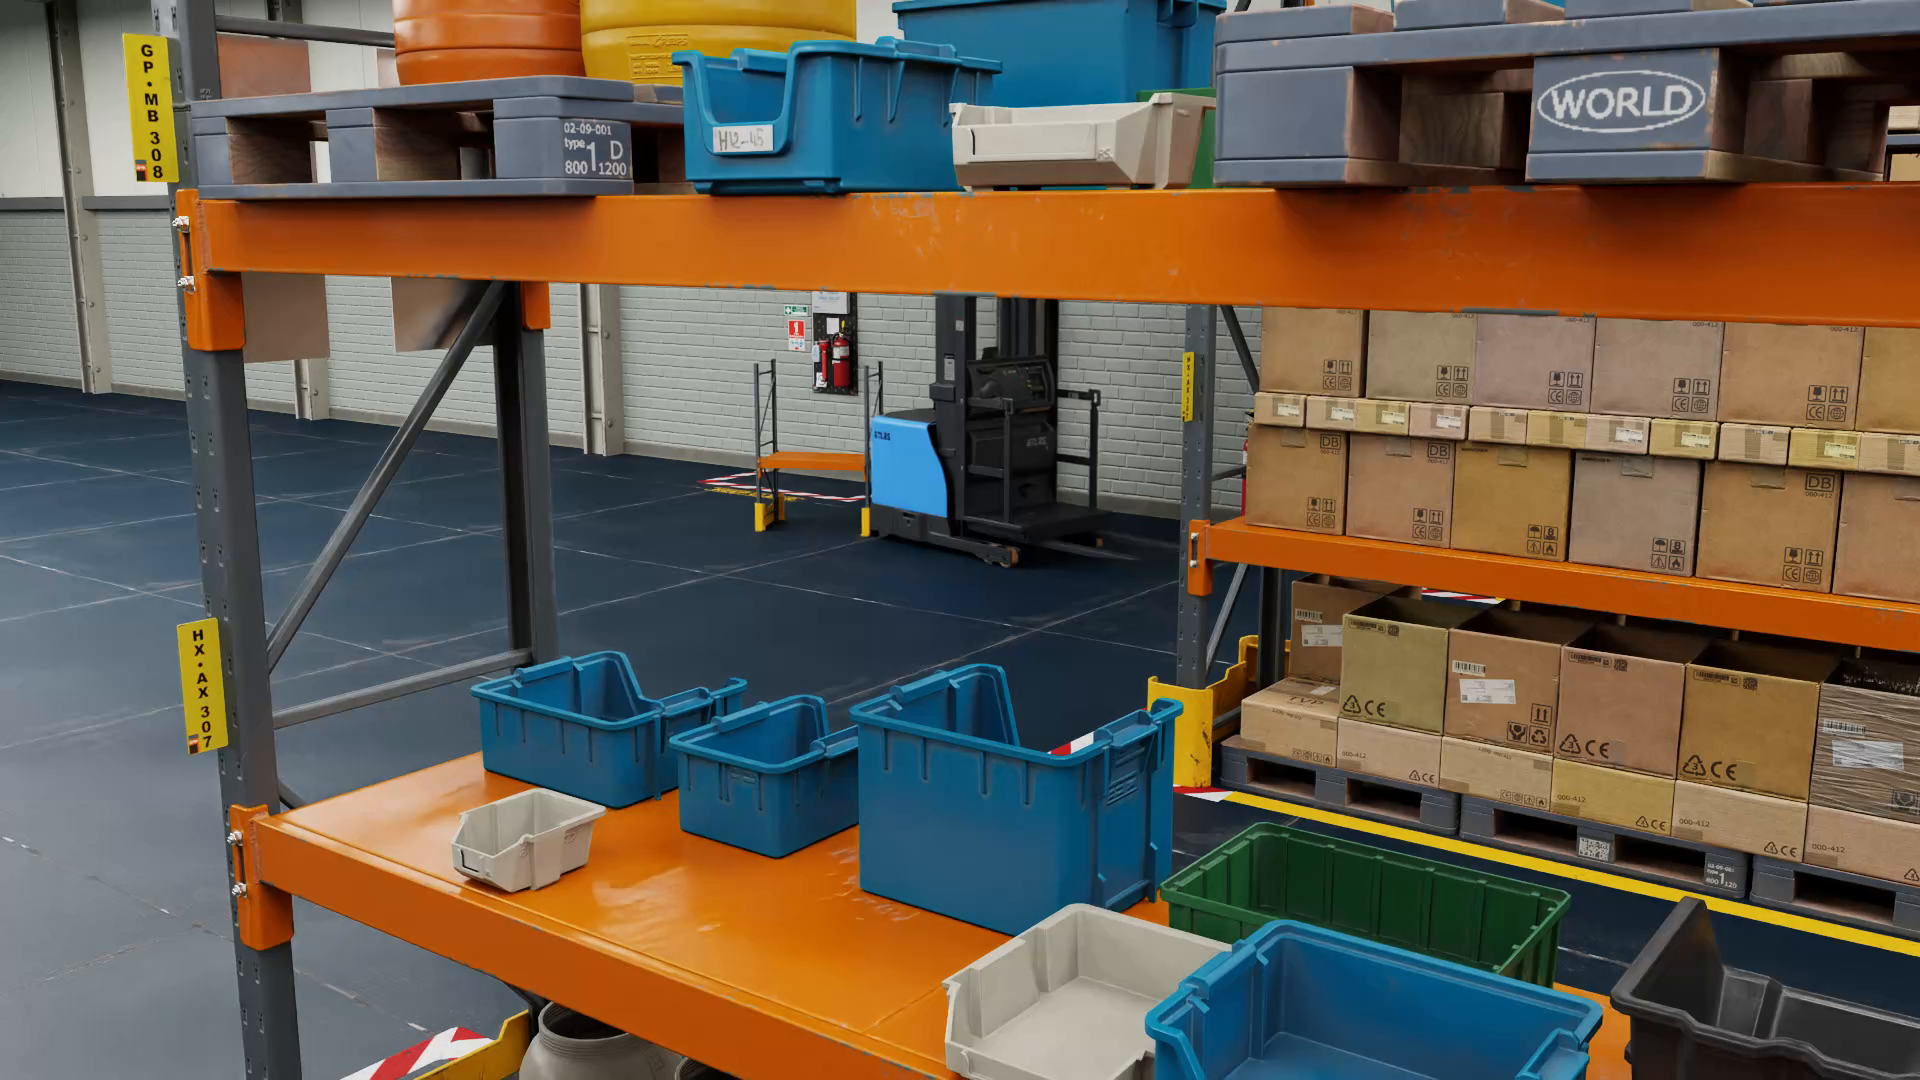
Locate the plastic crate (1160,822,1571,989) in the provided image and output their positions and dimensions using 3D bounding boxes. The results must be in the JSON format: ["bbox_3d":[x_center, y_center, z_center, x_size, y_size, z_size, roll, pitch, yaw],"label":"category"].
[{"bbox_3d":[0.779,0.767,3.225,0.662,0.188,0.450,8,13,36],"label":"plastic crate"}]

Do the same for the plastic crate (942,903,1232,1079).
[{"bbox_3d":[0.247,0.845,2.961,0.437,0.136,0.530,8,13,36],"label":"plastic crate"}]

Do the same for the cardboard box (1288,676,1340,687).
[{"bbox_3d":[2.024,0.810,8.578,0.500,0.250,0.500,8,13,36],"label":"cardboard box"}]

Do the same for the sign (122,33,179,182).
[{"bbox_3d":[-1.848,-0.984,3.799,0.005,0.325,0.100,8,13,36],"label":"sign"}]

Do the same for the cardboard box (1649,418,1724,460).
[{"bbox_3d":[3.056,-0.437,6.919,0.250,0.149,0.380,8,14,37],"label":"cardboard box"}]

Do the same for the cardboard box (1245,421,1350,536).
[{"bbox_3d":[1.785,-0.343,8.144,0.500,0.500,0.700,8,14,36],"label":"cardboard box"}]

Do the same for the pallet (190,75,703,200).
[{"bbox_3d":[-0.910,-0.863,3.692,1.213,0.211,1.003,8,13,36],"label":"pallet"}]

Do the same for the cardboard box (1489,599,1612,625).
[{"bbox_3d":[2.840,0.552,7.939,0.500,0.500,0.500,8,13,36],"label":"cardboard box"}]

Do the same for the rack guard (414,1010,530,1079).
[{"bbox_3d":[-1.429,1.638,4.748,0.348,0.500,1.175,8,13,36],"label":"rack guard"}]

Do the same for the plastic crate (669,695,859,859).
[{"bbox_3d":[-0.418,0.567,4.095,0.408,0.251,0.499,8,13,36],"label":"plastic crate"}]

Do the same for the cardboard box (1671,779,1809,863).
[{"bbox_3d":[3.329,1.114,7.005,0.500,0.250,0.500,8,13,36],"label":"cardboard box"}]

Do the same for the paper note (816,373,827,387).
[{"bbox_3d":[-1.485,-1.717,17.829,0.142,0.148,0.016,8,13,36],"label":"paper note"}]

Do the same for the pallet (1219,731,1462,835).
[{"bbox_3d":[2.058,1.100,8.288,1.213,0.211,1.003,8,13,36],"label":"pallet"}]

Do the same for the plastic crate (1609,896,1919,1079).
[{"bbox_3d":[1.359,0.811,2.603,0.504,0.338,0.767,8,13,36],"label":"plastic crate"}]

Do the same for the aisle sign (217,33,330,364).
[{"bbox_3d":[-1.750,-0.830,4.080,0.004,0.787,0.394,8,13,36],"label":"aisle sign"}]

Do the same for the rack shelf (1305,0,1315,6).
[{"bbox_3d":[3.029,-2.520,6.809,4.000,0.370,1.077,8,13,36],"label":"rack shelf"}]

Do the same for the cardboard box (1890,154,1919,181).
[{"bbox_3d":[6.147,-2.324,10.430,0.500,0.500,0.500,7,13,33],"label":"cardboard box"}]

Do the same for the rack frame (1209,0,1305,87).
[{"bbox_3d":[1.416,-3.294,7.865,0.127,3.000,1.000,8,13,36],"label":"rack frame"}]

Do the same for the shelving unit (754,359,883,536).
[{"bbox_3d":[-1.251,-0.849,14.969,1.083,1.500,0.587,3,11,13],"label":"shelving unit"}]

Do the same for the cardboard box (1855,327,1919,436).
[{"bbox_3d":[3.871,-0.691,6.523,0.500,0.500,0.700,8,13,35],"label":"cardboard box"}]

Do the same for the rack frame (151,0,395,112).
[{"bbox_3d":[-1.518,-2.536,3.947,0.127,3.000,1.000,8,13,36],"label":"rack frame"}]

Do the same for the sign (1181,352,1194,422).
[{"bbox_3d":[1.083,-0.728,7.909,0.005,0.325,0.100,8,13,36],"label":"sign"}]

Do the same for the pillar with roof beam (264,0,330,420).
[{"bbox_3d":[-11.634,-5.471,19.119,0.400,9.000,9.100,8,13,36],"label":"pillar with roof beam"}]

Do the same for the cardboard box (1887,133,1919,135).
[{"bbox_3d":[3.955,-1.761,6.596,0.500,0.311,0.500,7,13,32],"label":"cardboard box"}]

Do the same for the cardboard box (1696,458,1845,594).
[{"bbox_3d":[3.448,-0.112,6.950,0.500,0.500,0.700,8,14,36],"label":"cardboard box"}]

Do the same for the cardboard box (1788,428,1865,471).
[{"bbox_3d":[3.475,-0.379,6.620,0.250,0.149,0.380,8,13,35],"label":"cardboard box"}]

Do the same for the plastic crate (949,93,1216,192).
[{"bbox_3d":[0.173,-0.603,2.546,0.396,0.136,0.243,8,13,36],"label":"plastic crate"}]

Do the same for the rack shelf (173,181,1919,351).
[{"bbox_3d":[0.094,-0.485,3.138,4.000,0.370,1.077,8,13,36],"label":"rack shelf"}]

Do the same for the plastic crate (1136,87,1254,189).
[{"bbox_3d":[0.595,-0.729,3.060,0.450,0.188,0.336,8,13,36],"label":"plastic crate"}]

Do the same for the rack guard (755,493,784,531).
[{"bbox_3d":[-1.736,-0.257,15.198,0.087,0.250,0.587,3,11,13],"label":"rack guard"}]

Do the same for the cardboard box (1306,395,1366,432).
[{"bbox_3d":[1.820,-0.610,7.814,0.250,0.149,0.380,8,13,34],"label":"cardboard box"}]

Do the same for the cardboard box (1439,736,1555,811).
[{"bbox_3d":[2.525,1.001,7.590,0.500,0.250,0.500,8,13,36],"label":"cardboard box"}]

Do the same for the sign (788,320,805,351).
[{"bbox_3d":[-1.768,-2.215,17.987,0.234,0.329,0.001,8,13,36],"label":"sign"}]

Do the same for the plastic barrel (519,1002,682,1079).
[{"bbox_3d":[-0.943,1.487,4.392,0.421,0.512,0.421,0,11,0],"label":"plastic barrel"}]

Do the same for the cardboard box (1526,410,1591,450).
[{"bbox_3d":[2.645,-0.495,7.218,0.250,0.149,0.380,8,13,35],"label":"cardboard box"}]

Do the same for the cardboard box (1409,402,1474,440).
[{"bbox_3d":[2.222,-0.553,7.519,0.250,0.149,0.380,8,13,35],"label":"cardboard box"}]

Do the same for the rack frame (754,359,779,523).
[{"bbox_3d":[-1.755,-0.871,15.084,0.032,1.500,0.500,3,11,13],"label":"rack frame"}]

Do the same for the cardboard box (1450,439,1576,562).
[{"bbox_3d":[2.608,-0.228,7.549,0.500,0.500,0.700,8,14,36],"label":"cardboard box"}]

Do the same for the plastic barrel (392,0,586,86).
[{"bbox_3d":[-1.052,-1.445,3.970,0.708,0.830,0.600,8,13,36],"label":"plastic barrel"}]

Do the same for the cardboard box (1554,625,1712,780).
[{"bbox_3d":[2.925,0.690,7.223,0.500,0.500,0.500,8,13,36],"label":"cardboard box"}]

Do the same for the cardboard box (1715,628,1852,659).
[{"bbox_3d":[3.646,0.664,7.359,0.500,0.500,0.500,8,13,36],"label":"cardboard box"}]

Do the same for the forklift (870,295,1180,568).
[{"bbox_3d":[0.572,-1.323,13.652,1.130,2.935,3.031,-10,15,-41],"label":"forklift"}]

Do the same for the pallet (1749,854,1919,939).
[{"bbox_3d":[4.024,1.374,6.870,1.213,0.211,1.003,8,13,36],"label":"pallet"}]

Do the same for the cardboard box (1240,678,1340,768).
[{"bbox_3d":[1.717,0.889,8.168,0.500,0.250,0.500,8,13,36],"label":"cardboard box"}]

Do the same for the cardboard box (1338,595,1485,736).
[{"bbox_3d":[2.121,0.577,7.808,0.500,0.500,0.500,8,13,36],"label":"cardboard box"}]

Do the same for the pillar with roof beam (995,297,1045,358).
[{"bbox_3d":[-1.962,-4.122,12.145,0.400,9.000,9.100,8,13,36],"label":"pillar with roof beam"}]

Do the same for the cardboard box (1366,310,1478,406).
[{"bbox_3d":[2.255,-0.916,7.689,0.500,0.500,0.700,8,13,34],"label":"cardboard box"}]

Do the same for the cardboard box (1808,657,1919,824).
[{"bbox_3d":[3.741,0.800,6.657,0.500,0.500,0.500,8,13,36],"label":"cardboard box"}]

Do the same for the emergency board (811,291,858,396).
[{"bbox_3d":[-1.383,-2.119,17.588,0.643,1.169,0.194,8,13,36],"label":"emergency board"}]

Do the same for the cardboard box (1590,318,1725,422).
[{"bbox_3d":[3.066,-0.803,7.105,0.500,0.500,0.700,8,14,36],"label":"cardboard box"}]
